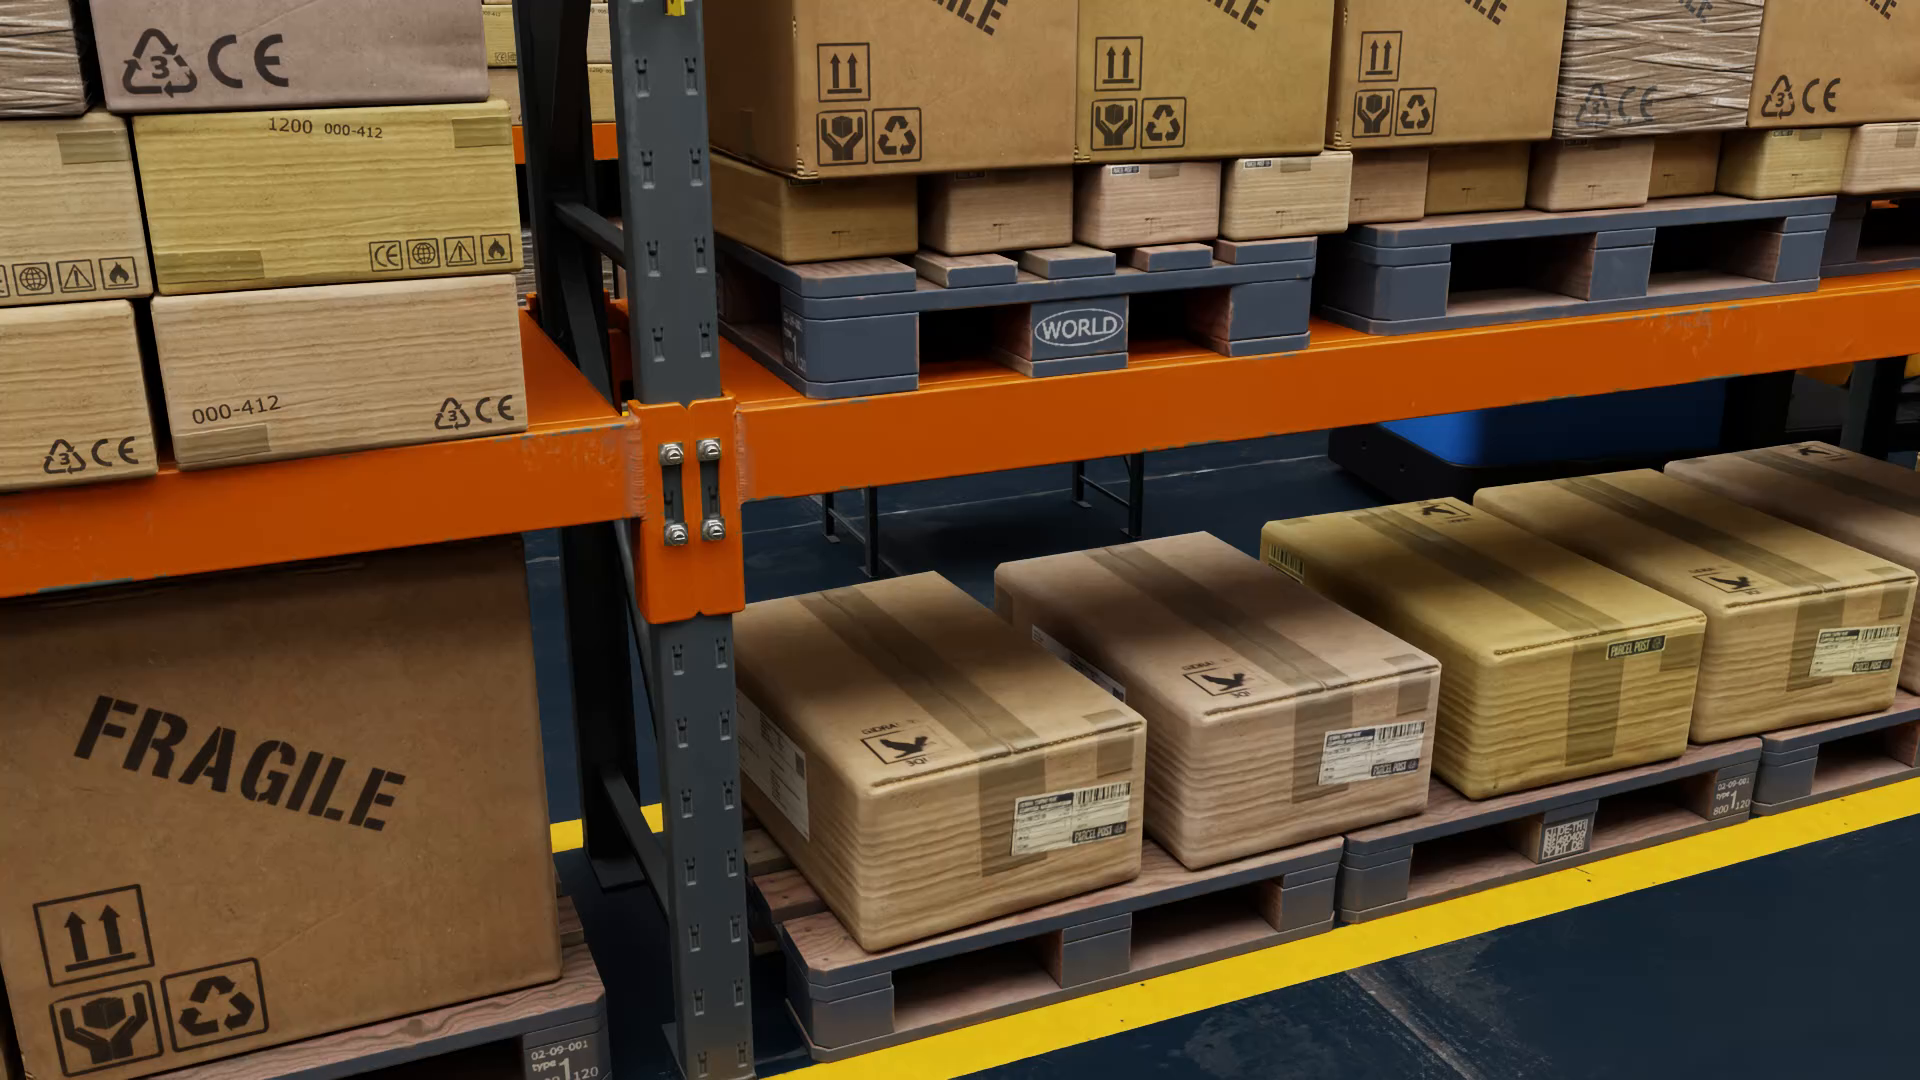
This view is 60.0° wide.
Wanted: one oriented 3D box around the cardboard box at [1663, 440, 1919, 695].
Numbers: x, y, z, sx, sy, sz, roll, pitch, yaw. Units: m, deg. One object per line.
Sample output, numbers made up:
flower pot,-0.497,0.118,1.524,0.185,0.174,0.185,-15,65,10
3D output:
cardboard box,2.554,0.045,4.702,0.625,0.372,0.950,-8,21,-21

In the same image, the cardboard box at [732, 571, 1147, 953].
cardboard box,-0.116,0.430,3.608,0.625,0.372,0.950,-10,22,-26

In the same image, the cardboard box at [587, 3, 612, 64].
cardboard box,-1.644,-2.268,7.419,0.500,0.250,0.500,-7,21,-20

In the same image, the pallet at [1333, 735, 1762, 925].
pallet,1.198,0.514,4.245,1.213,0.211,1.003,-8,21,-22

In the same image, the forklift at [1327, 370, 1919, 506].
forklift,3.068,-1.628,6.232,3.031,2.935,1.130,-5,20,-13

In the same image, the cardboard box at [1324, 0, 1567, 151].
cardboard box,0.827,-1.057,3.276,0.500,0.500,0.500,-8,21,-21

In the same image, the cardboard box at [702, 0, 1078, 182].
cardboard box,-0.134,-0.914,2.871,0.500,0.500,0.500,-9,21,-23

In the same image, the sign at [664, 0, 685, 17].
sign,-0.416,-0.917,2.367,0.005,0.325,0.100,-8,21,-22

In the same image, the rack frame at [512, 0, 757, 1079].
rack frame,-0.639,-0.540,3.039,0.127,3.000,1.000,-8,21,-22

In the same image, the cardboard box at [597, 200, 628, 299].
cardboard box,-1.433,-1.297,8.134,0.625,0.625,0.875,-7,21,-20

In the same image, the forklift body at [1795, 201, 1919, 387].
forklift body,3.719,-1.899,8.178,1.214,2.155,2.313,-8,21,-22

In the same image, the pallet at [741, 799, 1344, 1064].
pallet,0.080,0.673,3.793,1.213,0.211,1.003,-8,21,-22

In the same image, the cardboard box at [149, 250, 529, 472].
cardboard box,-1.000,-0.324,2.650,0.500,0.250,0.500,-9,21,-24

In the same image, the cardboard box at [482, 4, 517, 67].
cardboard box,-2.094,-2.194,7.211,0.500,0.250,0.500,-8,21,-22

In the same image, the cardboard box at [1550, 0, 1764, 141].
cardboard box,1.289,-1.120,3.456,0.500,0.500,0.500,-9,21,-24

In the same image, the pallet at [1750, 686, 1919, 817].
pallet,2.320,0.352,4.705,1.213,0.211,1.003,-8,21,-22

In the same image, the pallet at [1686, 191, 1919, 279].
pallet,2.275,-0.920,4.406,1.213,0.211,1.003,-8,21,-22

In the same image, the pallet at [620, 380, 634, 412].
pallet,-1.837,-0.834,8.074,1.213,0.211,1.003,-8,21,-22

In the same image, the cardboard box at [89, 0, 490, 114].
cardboard box,-1.010,-0.911,2.437,0.500,0.500,0.500,-9,21,-23

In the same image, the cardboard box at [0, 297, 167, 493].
cardboard box,-1.463,-0.252,2.446,0.500,0.250,0.500,-8,21,-21

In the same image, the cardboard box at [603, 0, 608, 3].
cardboard box,-1.493,-2.474,7.404,0.250,0.149,0.380,-8,21,-21

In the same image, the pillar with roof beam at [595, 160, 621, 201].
pillar with roof beam,-0.063,-4.016,3.880,0.400,9.000,9.100,-8,21,-22

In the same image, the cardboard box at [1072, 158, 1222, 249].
cardboard box,0.276,-0.655,3.110,0.250,0.149,0.380,-10,22,-25

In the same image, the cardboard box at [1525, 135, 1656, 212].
cardboard box,1.237,-0.803,3.533,0.250,0.149,0.380,-7,21,-20

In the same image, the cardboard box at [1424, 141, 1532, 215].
cardboard box,0.971,-0.789,3.492,0.250,0.149,0.380,-7,21,-20

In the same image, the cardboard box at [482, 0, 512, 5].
cardboard box,-1.954,-2.394,7.177,0.250,0.149,0.380,-8,21,-21

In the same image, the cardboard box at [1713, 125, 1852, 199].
cardboard box,1.729,-0.864,3.706,0.250,0.149,0.380,-8,21,-22

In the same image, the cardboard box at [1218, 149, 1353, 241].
cardboard box,0.537,-0.684,3.195,0.250,0.149,0.380,-8,21,-22

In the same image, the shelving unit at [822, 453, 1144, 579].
shelving unit,0.078,-0.719,5.805,1.048,1.500,0.538,-8,21,-22

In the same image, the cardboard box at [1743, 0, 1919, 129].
cardboard box,1.770,-1.189,3.653,0.500,0.500,0.500,-7,21,-20

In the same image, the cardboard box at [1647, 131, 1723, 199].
cardboard box,1.446,-0.861,3.696,0.250,0.149,0.380,-9,21,-24

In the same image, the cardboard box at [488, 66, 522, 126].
cardboard box,-2.104,-1.966,7.316,0.500,0.250,0.500,-8,21,-22

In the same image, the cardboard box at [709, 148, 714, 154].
cardboard box,-0.431,-0.734,3.337,0.250,0.149,0.380,-7,21,-20

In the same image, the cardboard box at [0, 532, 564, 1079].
cardboard box,-1.306,0.330,3.136,0.875,0.875,0.875,-8,21,-22

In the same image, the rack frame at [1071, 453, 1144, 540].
rack frame,0.545,-0.786,5.995,0.032,1.500,0.500,-8,21,-22

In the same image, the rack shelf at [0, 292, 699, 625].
rack shelf,-2.475,0.062,2.411,4.000,0.370,1.077,-8,21,-22

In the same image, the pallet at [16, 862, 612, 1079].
pallet,-1.392,0.856,3.273,1.213,0.211,1.003,-8,21,-22

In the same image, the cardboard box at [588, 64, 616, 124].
cardboard box,-1.640,-2.031,7.499,0.500,0.250,0.500,-9,21,-23

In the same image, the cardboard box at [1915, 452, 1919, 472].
cardboard box,3.471,-0.127,5.374,0.500,0.250,0.500,-7,21,-19

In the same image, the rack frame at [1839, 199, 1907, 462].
rack frame,3.034,-1.066,4.534,0.127,3.000,1.000,-8,21,-22

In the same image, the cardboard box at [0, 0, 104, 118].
cardboard box,-1.477,-0.841,2.238,0.500,0.500,0.500,-8,21,-21

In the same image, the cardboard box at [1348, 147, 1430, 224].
cardboard box,0.727,-0.740,3.353,0.250,0.149,0.380,-7,21,-19

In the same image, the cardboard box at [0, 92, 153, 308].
cardboard box,-1.452,-0.495,2.385,0.500,0.250,0.500,-9,21,-23

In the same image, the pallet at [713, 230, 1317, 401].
pallet,-0.026,-0.576,3.430,1.003,0.211,1.213,-8,21,-22

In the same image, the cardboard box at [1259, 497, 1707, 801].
cardboard box,1.257,0.233,4.169,0.625,0.372,0.950,-7,21,-20

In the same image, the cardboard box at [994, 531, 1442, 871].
cardboard box,0.559,0.331,3.891,0.625,0.372,0.950,-9,21,-23

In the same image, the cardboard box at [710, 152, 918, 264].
cardboard box,-0.266,-0.606,2.972,0.250,0.149,0.380,-9,22,-25

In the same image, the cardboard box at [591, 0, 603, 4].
cardboard box,-1.728,-2.436,7.295,0.250,0.149,0.380,-8,21,-20

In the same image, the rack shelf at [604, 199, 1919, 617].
rack shelf,1.198,-0.464,3.906,4.000,0.370,1.077,-8,21,-22

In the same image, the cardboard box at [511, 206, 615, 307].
cardboard box,-2.030,-1.209,7.883,0.625,0.625,0.875,-7,21,-20

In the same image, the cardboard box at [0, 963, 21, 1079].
cardboard box,-2.126,0.446,2.807,0.875,0.875,0.875,-8,21,-21

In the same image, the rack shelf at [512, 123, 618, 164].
rack shelf,-0.772,-1.977,8.203,4.000,0.370,1.077,-8,21,-22

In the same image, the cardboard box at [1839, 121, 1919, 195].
cardboard box,1.967,-0.885,3.765,0.250,0.149,0.380,-8,21,-21

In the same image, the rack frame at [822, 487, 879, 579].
rack frame,-0.388,-0.652,5.615,0.032,1.500,0.500,-8,21,-22

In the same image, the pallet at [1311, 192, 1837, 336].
pallet,1.163,-0.722,3.846,1.213,0.211,1.003,-8,21,-22

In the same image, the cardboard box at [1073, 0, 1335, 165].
cardboard box,0.342,-0.985,3.072,0.500,0.500,0.500,-7,21,-19

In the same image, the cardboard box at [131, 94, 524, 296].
cardboard box,-0.983,-0.564,2.580,0.500,0.250,0.500,-8,21,-22

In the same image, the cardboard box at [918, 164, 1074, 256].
cardboard box,0.006,-0.633,3.048,0.250,0.149,0.380,-10,22,-25

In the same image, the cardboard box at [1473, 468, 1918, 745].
cardboard box,1.895,0.141,4.431,0.625,0.372,0.950,-7,21,-19
